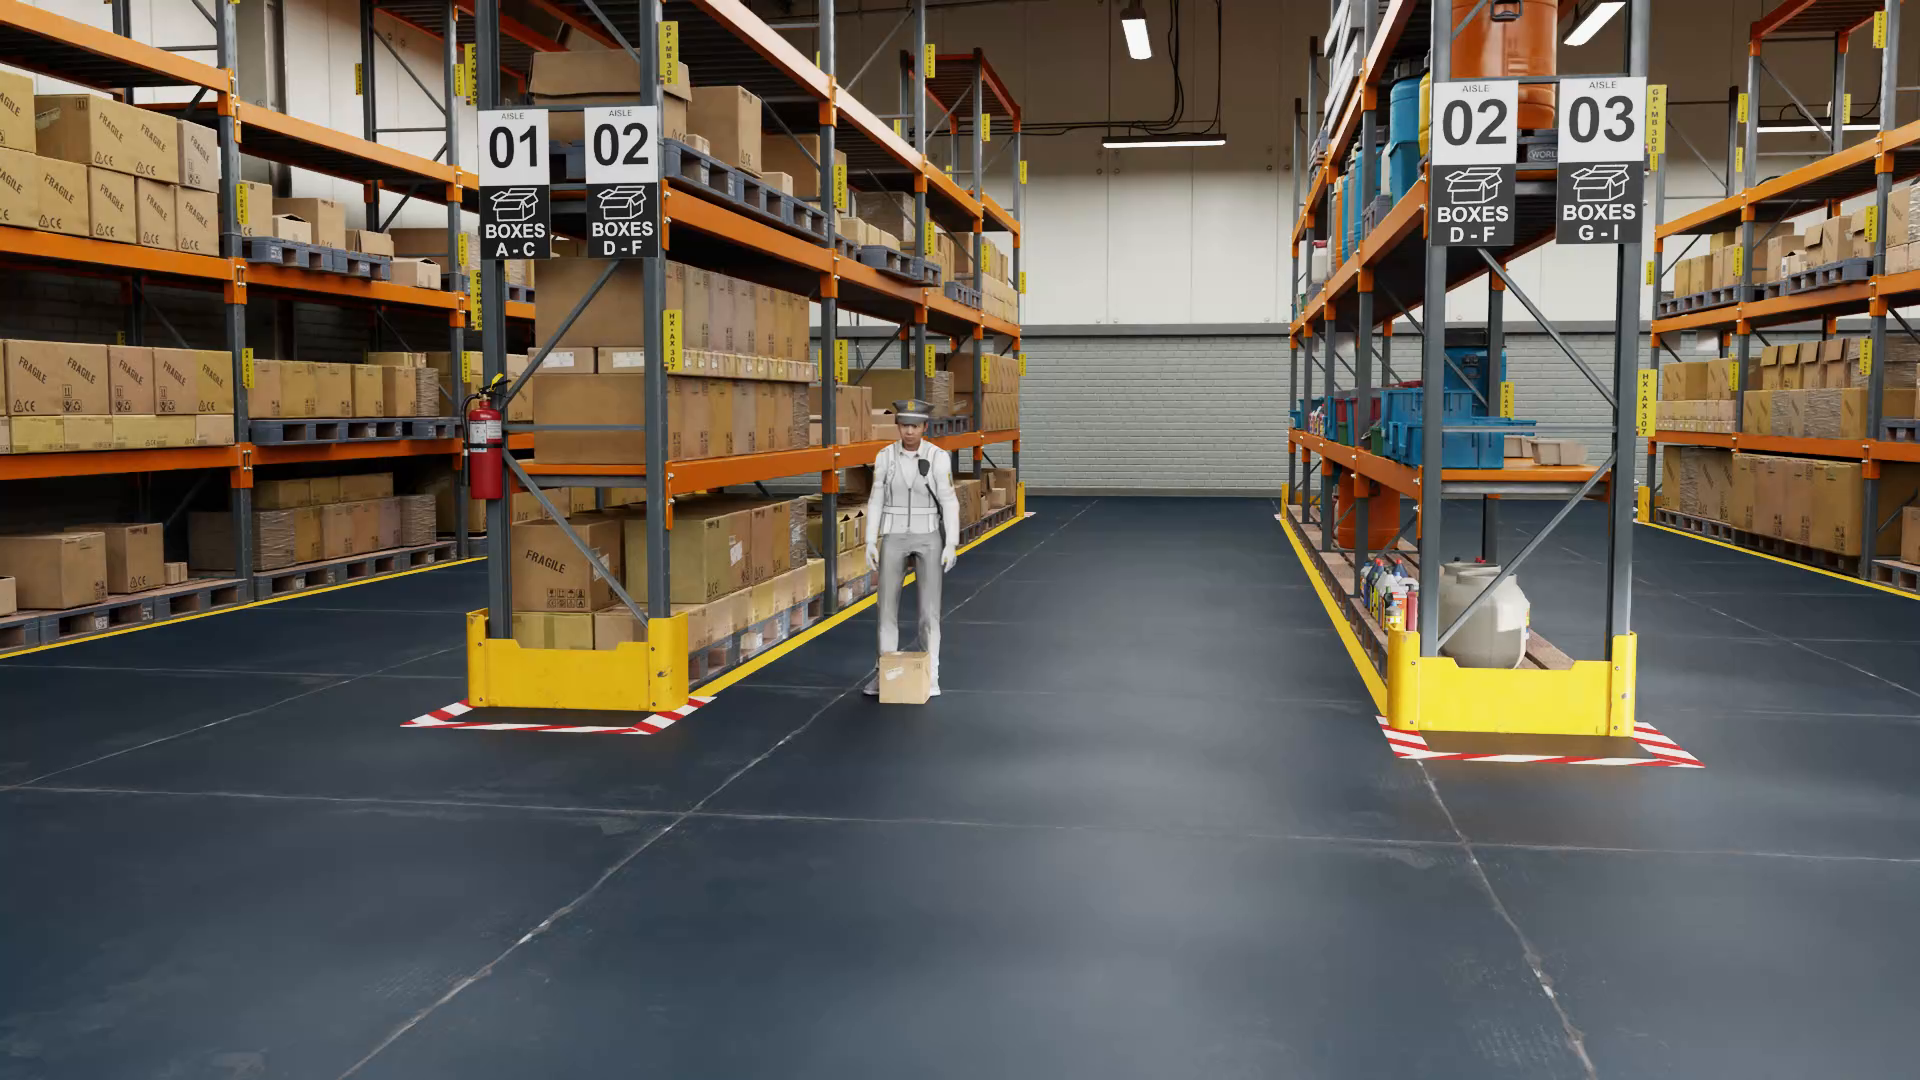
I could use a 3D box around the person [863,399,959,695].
[{"bbox_3d":[-0.273,0.039,9.396,0.537,1.662,0.378,1,5,8],"label":"person"}]
